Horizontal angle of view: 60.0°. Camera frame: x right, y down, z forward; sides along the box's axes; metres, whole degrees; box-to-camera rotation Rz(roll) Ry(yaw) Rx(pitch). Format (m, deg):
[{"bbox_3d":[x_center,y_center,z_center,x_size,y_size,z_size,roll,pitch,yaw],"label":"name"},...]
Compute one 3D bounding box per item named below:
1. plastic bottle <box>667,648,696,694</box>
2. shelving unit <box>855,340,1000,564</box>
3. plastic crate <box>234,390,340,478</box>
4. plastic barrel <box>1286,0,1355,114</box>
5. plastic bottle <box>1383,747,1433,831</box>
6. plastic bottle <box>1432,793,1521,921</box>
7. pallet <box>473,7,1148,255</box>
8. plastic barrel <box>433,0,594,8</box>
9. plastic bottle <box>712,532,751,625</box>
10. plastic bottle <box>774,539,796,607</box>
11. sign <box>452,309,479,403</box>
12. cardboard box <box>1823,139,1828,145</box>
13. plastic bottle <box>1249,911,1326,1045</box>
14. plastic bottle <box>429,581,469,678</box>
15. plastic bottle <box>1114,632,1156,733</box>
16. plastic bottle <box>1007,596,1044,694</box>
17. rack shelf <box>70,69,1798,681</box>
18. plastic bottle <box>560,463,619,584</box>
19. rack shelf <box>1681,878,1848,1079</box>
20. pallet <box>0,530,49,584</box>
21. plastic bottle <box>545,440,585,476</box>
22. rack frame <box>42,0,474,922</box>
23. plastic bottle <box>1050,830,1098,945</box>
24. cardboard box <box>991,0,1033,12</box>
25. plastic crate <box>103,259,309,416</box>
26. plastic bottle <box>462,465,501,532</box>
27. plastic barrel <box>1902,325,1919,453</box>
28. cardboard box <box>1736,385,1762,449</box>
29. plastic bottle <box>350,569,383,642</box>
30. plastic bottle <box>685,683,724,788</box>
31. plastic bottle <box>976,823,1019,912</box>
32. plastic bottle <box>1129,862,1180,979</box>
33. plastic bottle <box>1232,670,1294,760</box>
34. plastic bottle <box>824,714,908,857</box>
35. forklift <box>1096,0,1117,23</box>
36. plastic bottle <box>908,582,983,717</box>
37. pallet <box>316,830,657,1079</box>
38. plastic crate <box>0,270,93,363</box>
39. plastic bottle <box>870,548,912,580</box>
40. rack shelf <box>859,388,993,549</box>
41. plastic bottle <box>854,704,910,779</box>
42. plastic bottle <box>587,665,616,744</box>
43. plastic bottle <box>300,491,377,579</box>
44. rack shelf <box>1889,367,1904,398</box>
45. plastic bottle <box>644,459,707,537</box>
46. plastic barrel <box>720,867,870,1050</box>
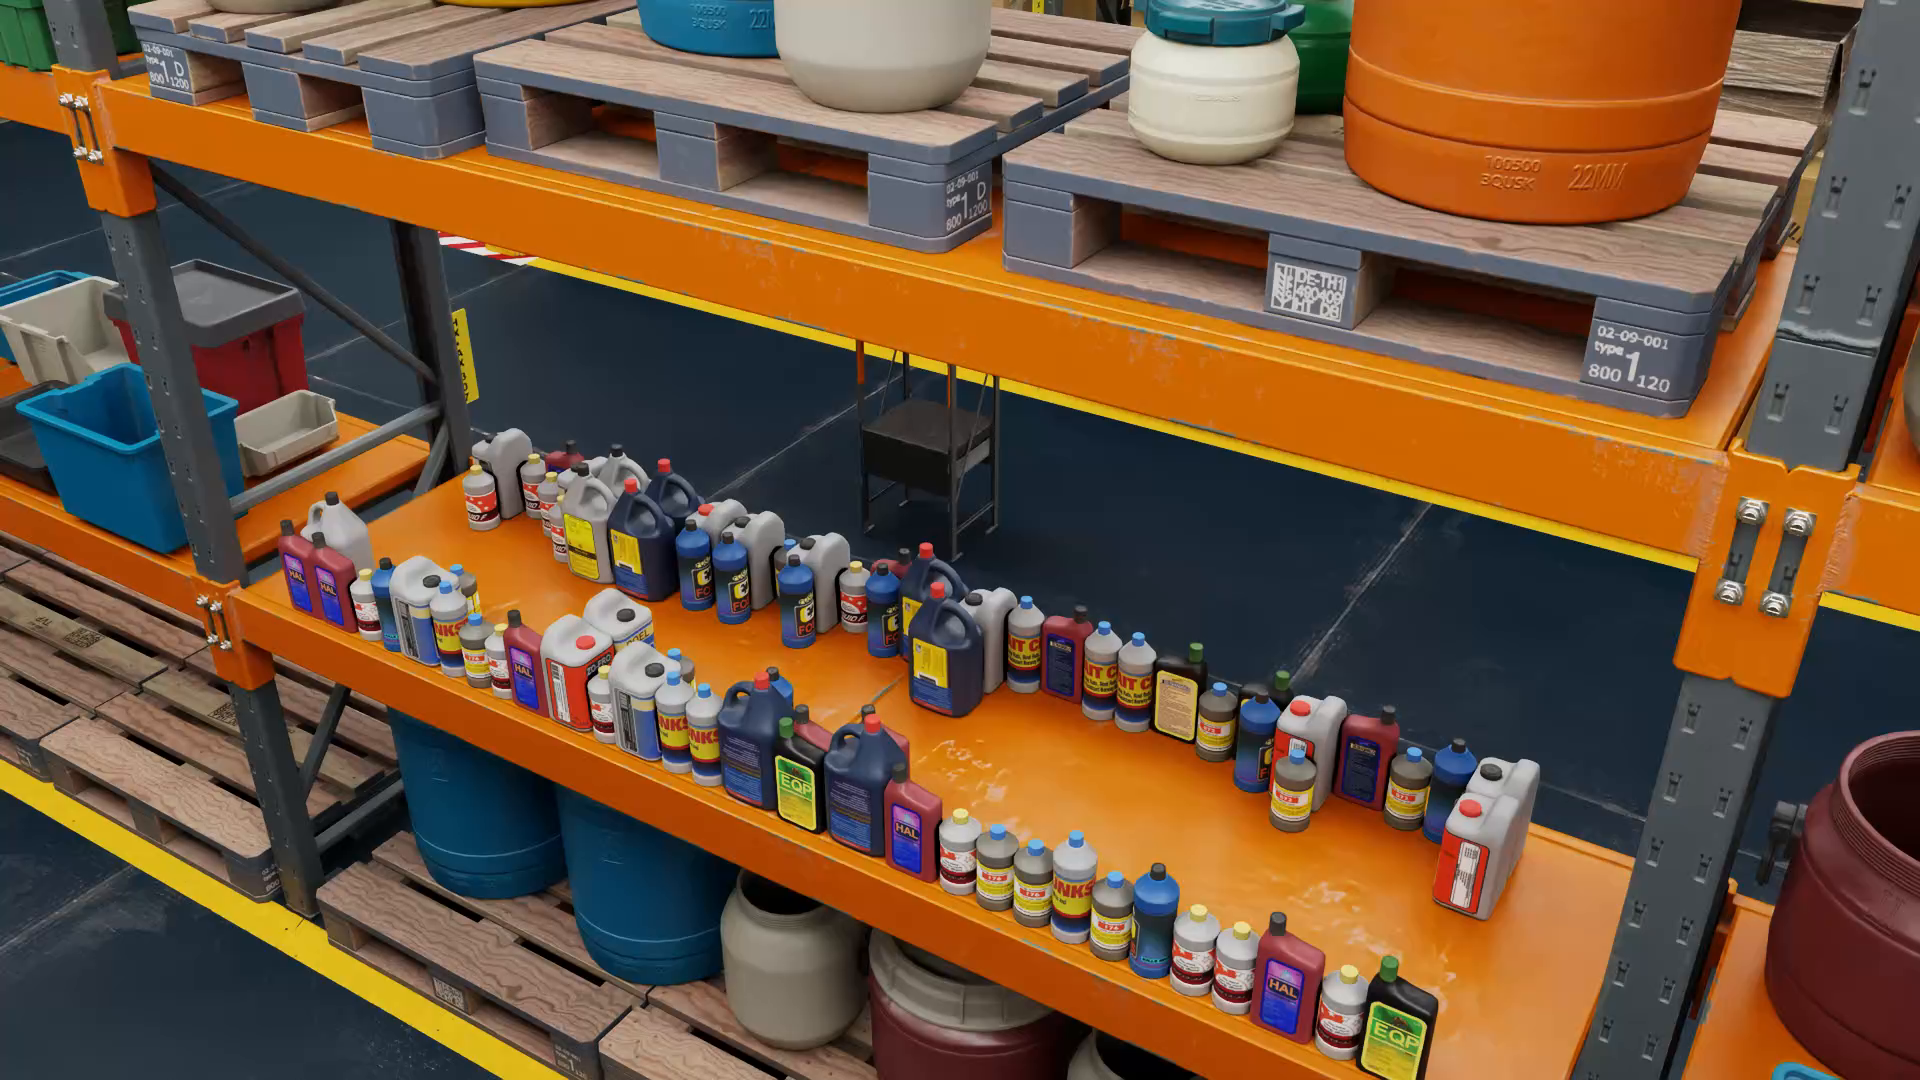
[{"bbox_3d":[-0.736,0.375,4.327,0.097,0.201,0.097,0,30,0],"label":"plastic bottle"},{"bbox_3d":[-0.140,-0.951,7.297,0.503,2.100,0.431,18,35,27],"label":"shelving unit"},{"bbox_3d":[-2.275,-0.347,5.570,0.243,0.136,0.396,18,35,27],"label":"plastic crate"},{"bbox_3d":[0.656,-0.970,3.196,0.294,0.245,0.294,0,30,0],"label":"plastic barrel"},{"bbox_3d":[1.071,0.585,3.967,0.097,0.201,0.097,0,30,0],"label":"plastic bottle"},{"bbox_3d":[1.156,0.687,3.719,0.135,0.276,0.152,18,35,27],"label":"plastic bottle"},{"bbox_3d":[-0.278,-0.992,3.685,1.213,0.211,1.003,18,35,27],"label":"pallet"},{"bbox_3d":[-1.076,-1.650,4.021,0.600,0.588,0.600,0,30,0],"label":"plastic barrel"},{"bbox_3d":[-0.651,0.101,4.728,0.097,0.271,0.097,0,30,0],"label":"plastic bottle"},{"bbox_3d":[-0.487,0.093,4.812,0.097,0.201,0.097,0,30,0],"label":"plastic bottle"},{"bbox_3d":[-1.662,-0.603,5.532,0.005,0.325,0.100,18,35,27],"label":"sign"},{"bbox_3d":[3.798,-1.581,7.384,0.500,0.500,0.500,19,35,29],"label":"cardboard box"},{"bbox_3d":[0.667,0.885,3.373,0.133,0.283,0.061,18,35,27],"label":"plastic bottle"},{"bbox_3d":[-1.373,0.234,4.500,0.097,0.271,0.097,0,30,0],"label":"plastic bottle"},{"bbox_3d":[0.453,0.360,4.284,0.097,0.271,0.097,0,30,0],"label":"plastic bottle"},{"bbox_3d":[0.175,0.272,4.435,0.097,0.271,0.097,0,30,0],"label":"plastic bottle"},{"bbox_3d":[-0.263,-0.698,3.708,4.000,0.370,1.077,18,35,27],"label":"rack shelf"},{"bbox_3d":[-1.081,-0.060,4.925,0.185,0.351,0.144,18,35,27],"label":"plastic bottle"},{"bbox_3d":[3.125,1.669,2.627,4.000,0.370,1.077,18,35,27],"label":"rack shelf"},{"bbox_3d":[-4.667,0.121,7.333,1.213,0.211,1.003,18,35,27],"label":"pallet"},{"bbox_3d":[-1.231,-0.189,5.213,0.133,0.283,0.061,18,35,27],"label":"plastic bottle"},{"bbox_3d":[-1.956,-0.249,5.201,0.127,3.000,1.000,18,35,27],"label":"rack frame"},{"bbox_3d":[0.249,0.747,3.621,0.097,0.271,0.097,0,30,0],"label":"plastic bottle"},{"bbox_3d":[0.145,-2.760,8.613,0.500,0.500,0.500,19,35,29],"label":"cardboard box"},{"bbox_3d":[-2.579,-0.649,5.763,0.583,0.464,0.402,18,35,27],"label":"plastic crate"},{"bbox_3d":[-1.501,-0.138,5.206,0.097,0.201,0.097,0,30,0],"label":"plastic bottle"},{"bbox_3d":[1.532,-0.308,2.213,0.421,0.512,0.421,0,30,0],"label":"plastic barrel"},{"bbox_3d":[3.491,-0.749,7.749,0.875,0.875,1.225,16,34,25],"label":"cardboard box"},{"bbox_3d":[-1.652,0.176,4.669,0.097,0.201,0.097,0,30,0],"label":"plastic bottle"},{"bbox_3d":[-0.620,0.472,4.092,0.097,0.271,0.097,0,30,0],"label":"plastic bottle"},{"bbox_3d":[0.084,0.725,3.728,0.097,0.201,0.097,0,30,0],"label":"plastic bottle"},{"bbox_3d":[0.414,0.799,3.532,0.097,0.271,0.097,0,30,0],"label":"plastic bottle"},{"bbox_3d":[0.756,0.439,4.136,0.133,0.283,0.061,18,35,27],"label":"plastic bottle"},{"bbox_3d":[-0.219,0.551,3.878,0.185,0.351,0.144,18,35,27],"label":"plastic bottle"},{"bbox_3d":[1.196,-3.588,10.991,3.031,2.935,1.130,17,34,27],"label":"forklift"},{"bbox_3d":[-0.038,0.275,4.351,0.185,0.351,0.144,18,35,27],"label":"plastic bottle"},{"bbox_3d":[-1.325,1.180,5.518,1.213,0.211,1.003,18,35,27],"label":"pallet"},{"bbox_3d":[-3.469,-0.834,6.309,0.300,0.233,0.416,18,35,27],"label":"plastic crate"},{"bbox_3d":[-0.184,0.142,4.645,0.133,0.283,0.061,18,35,27],"label":"plastic bottle"},{"bbox_3d":[-0.140,-0.335,7.657,0.480,0.518,0.431,18,35,27],"label":"rack shelf"},{"bbox_3d":[-0.186,0.529,3.982,0.133,0.283,0.061,18,35,27],"label":"plastic bottle"},{"bbox_3d":[-0.899,0.414,4.261,0.097,0.201,0.097,0,30,0],"label":"plastic bottle"},{"bbox_3d":[-1.796,0.015,4.796,0.185,0.351,0.144,18,35,27],"label":"plastic bottle"},{"bbox_3d":[5.759,-0.445,6.250,4.000,0.370,1.077,18,35,27],"label":"rack shelf"},{"bbox_3d":[-0.847,-0.072,4.945,0.185,0.351,0.144,18,35,27],"label":"plastic bottle"},{"bbox_3d":[-0.474,1.176,4.810,0.421,0.512,0.421,0,30,0],"label":"plastic barrel"}]
